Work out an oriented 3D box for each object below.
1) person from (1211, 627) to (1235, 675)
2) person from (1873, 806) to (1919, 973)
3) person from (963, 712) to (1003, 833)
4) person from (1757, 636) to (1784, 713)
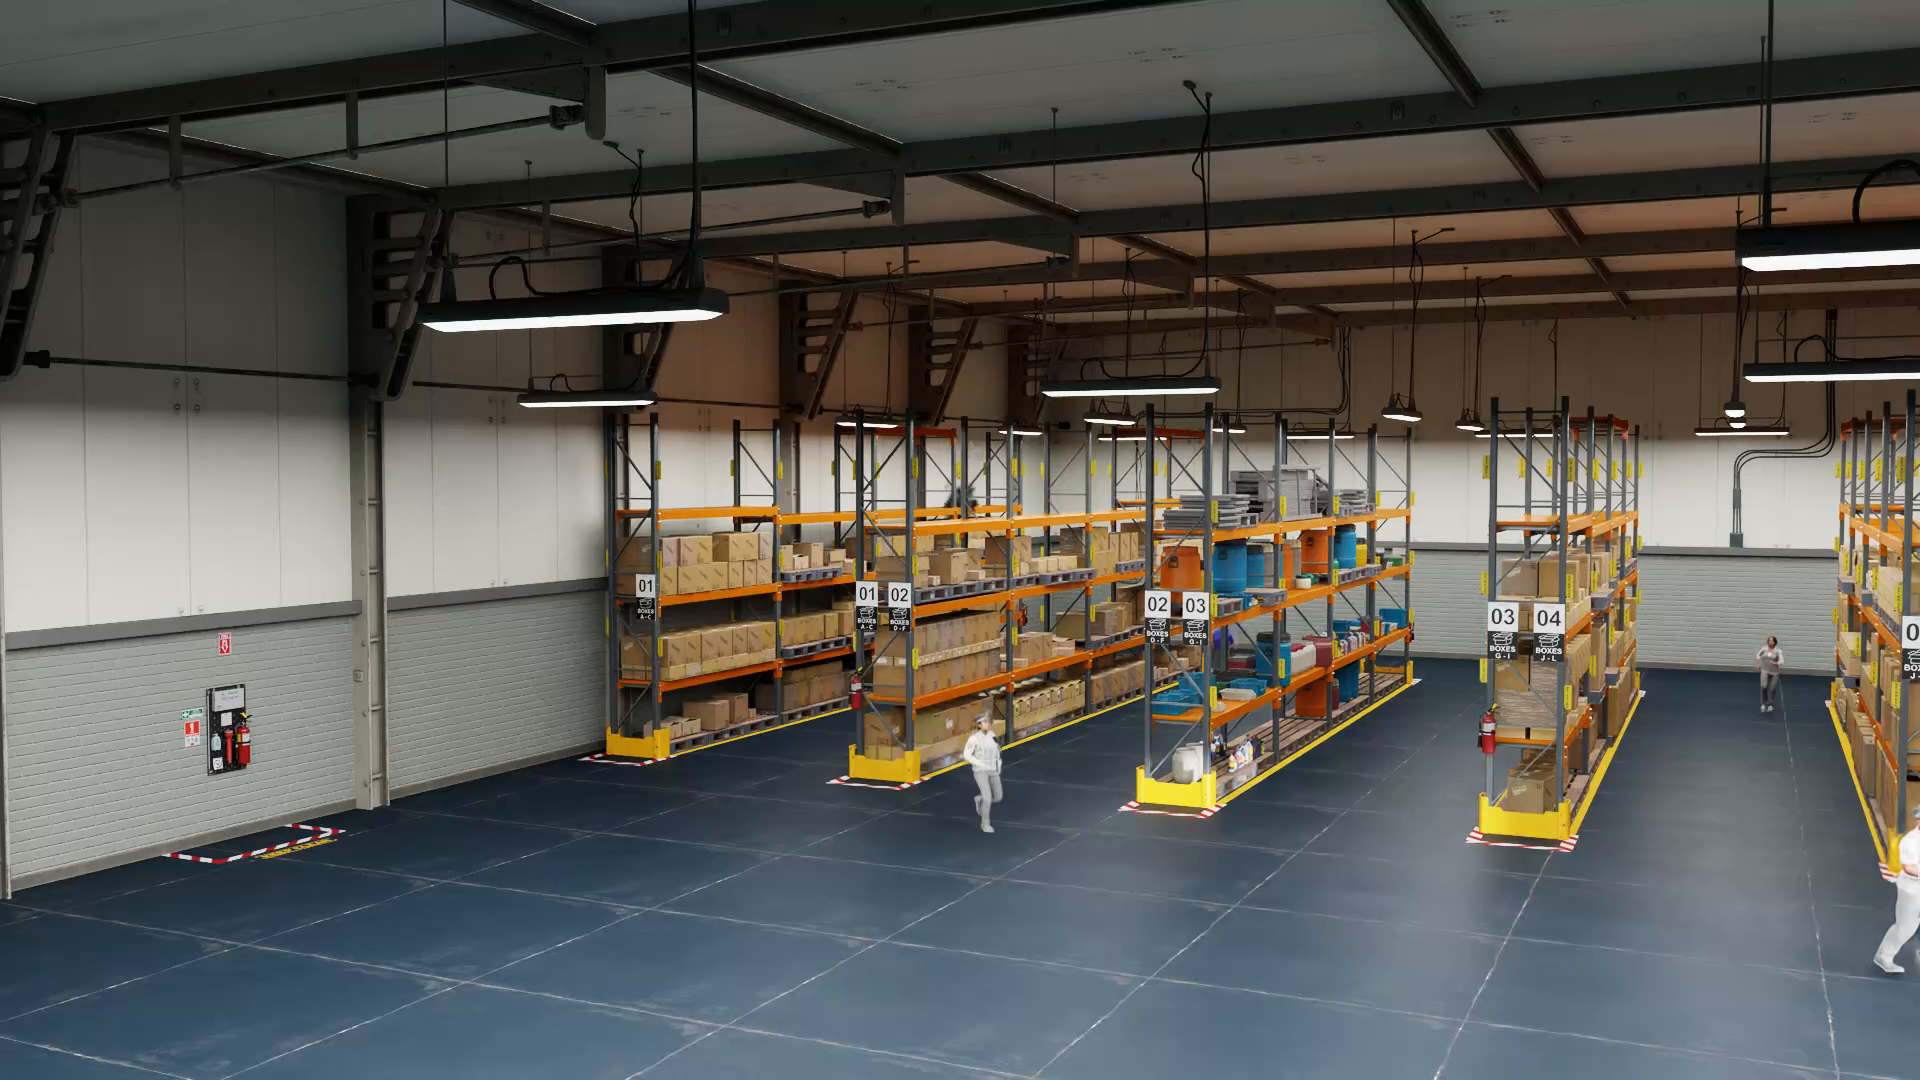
[{"bbox_3d":[5.889,2.625,37.525,0.625,1.614,0.533,1,3,25],"label":"person"},{"bbox_3d":[9.423,3.433,16.241,0.677,1.770,0.872,-1,3,-19],"label":"person"},{"bbox_3d":[0.330,3.212,23.120,0.664,1.661,0.554,-2,3,-39],"label":"person"},{"bbox_3d":[16.648,2.764,34.189,0.521,1.599,0.650,1,3,30],"label":"person"}]
